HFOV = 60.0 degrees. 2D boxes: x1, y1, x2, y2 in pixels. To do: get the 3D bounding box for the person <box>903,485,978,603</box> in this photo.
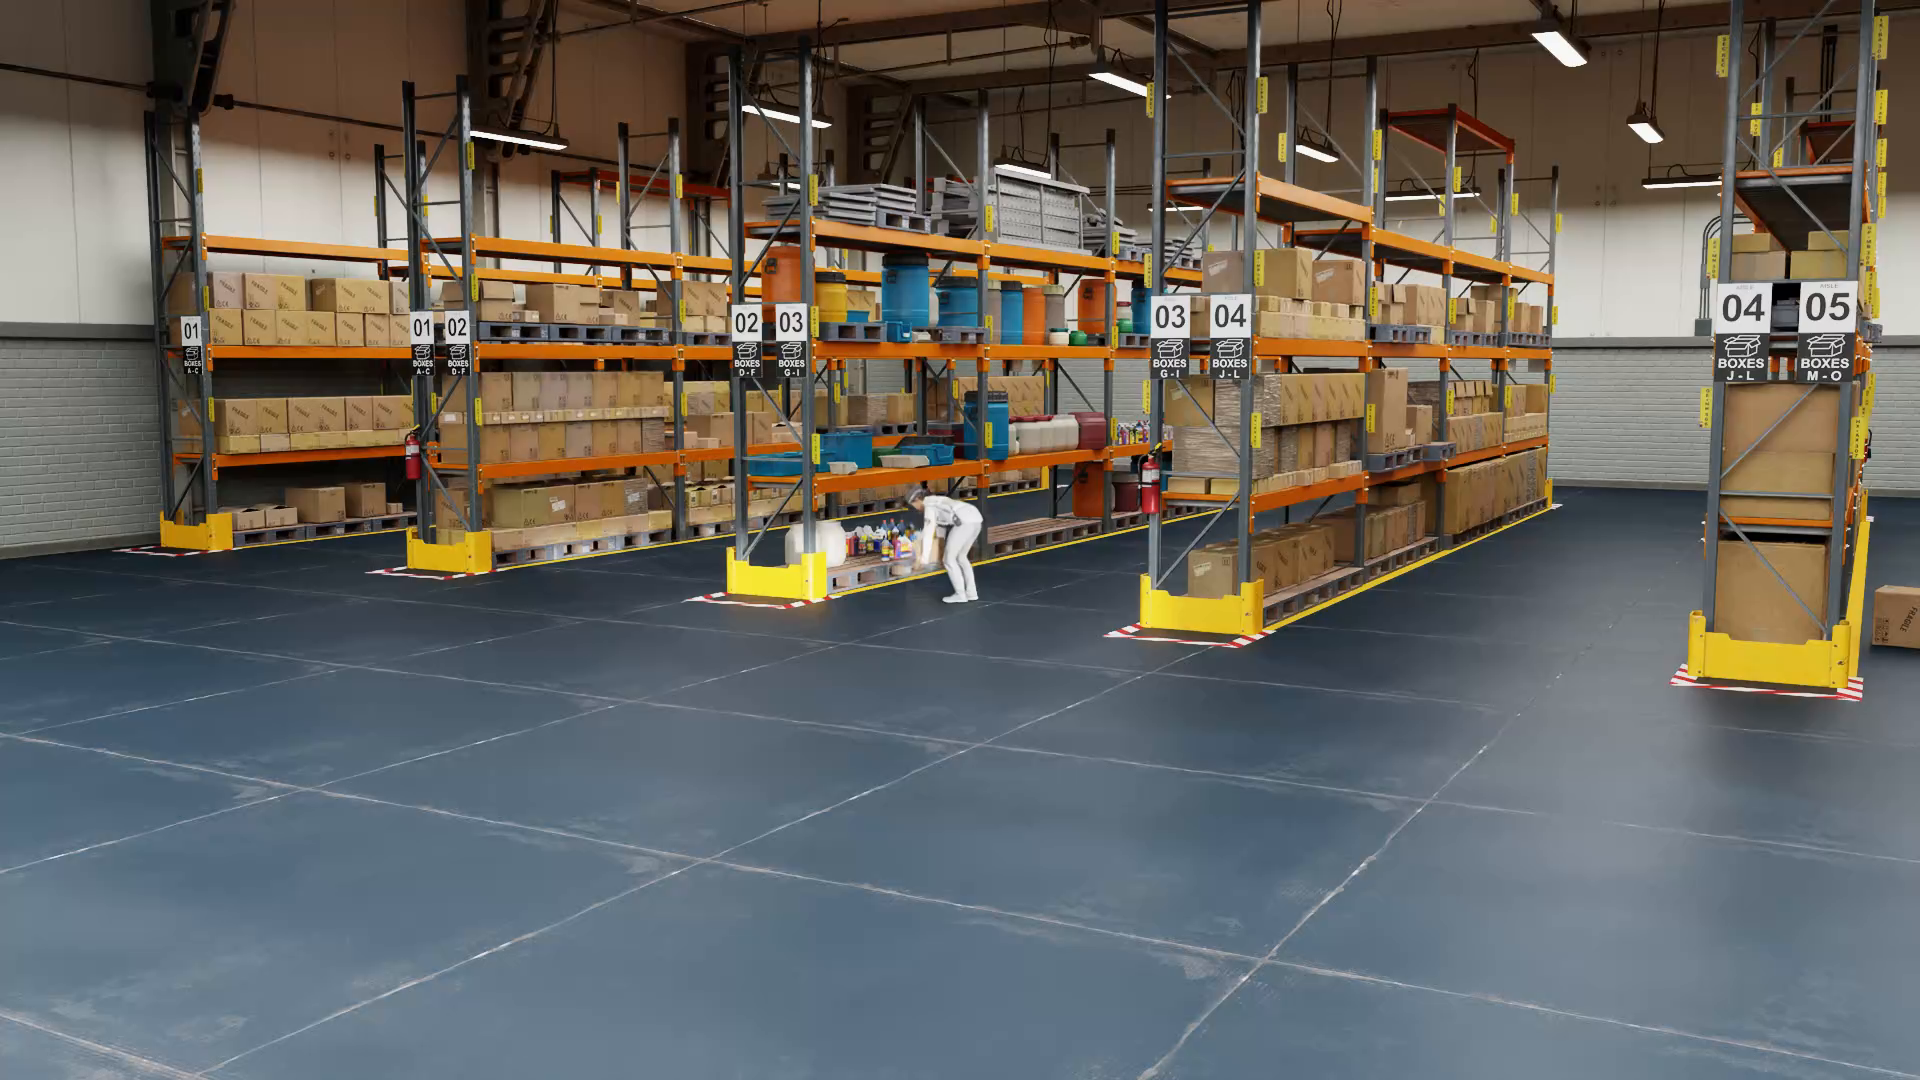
[{"bbox_3d":[-0.236,0.033,18.048,0.827,1.251,0.400,3,7,27],"label":"person"}]
